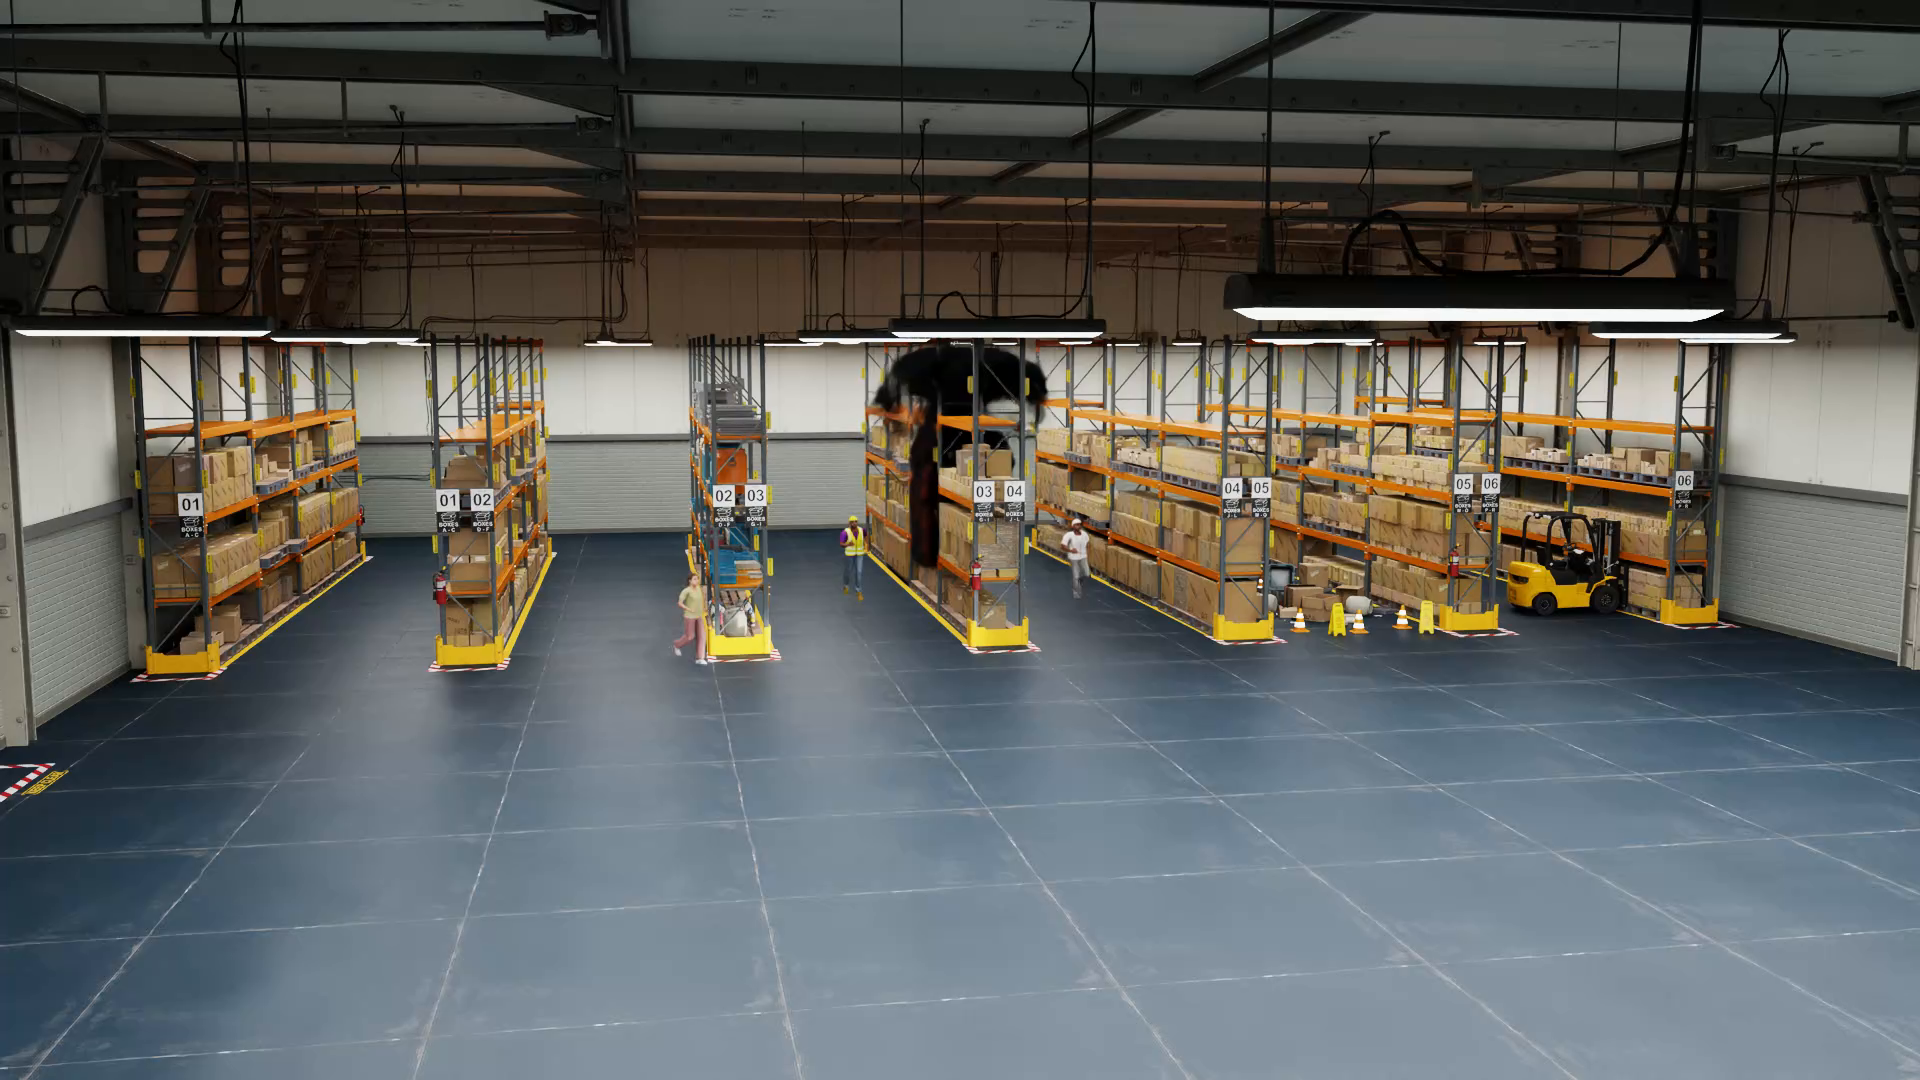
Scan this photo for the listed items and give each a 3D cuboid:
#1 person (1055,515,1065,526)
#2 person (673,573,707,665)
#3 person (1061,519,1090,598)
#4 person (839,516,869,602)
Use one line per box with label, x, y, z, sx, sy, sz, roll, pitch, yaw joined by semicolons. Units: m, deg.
person;3.052;-0.928;50.273;0.973;1.777;0.662;-5;8;-35
person;-4.886;1.423;30.423;0.901;1.660;0.604;6;9;41
person;2.589;0.411;36.365;0.770;1.751;0.495;-3;7;-24
person;-2.320;0.386;36.560;0.710;1.863;0.852;-2;7;-16
